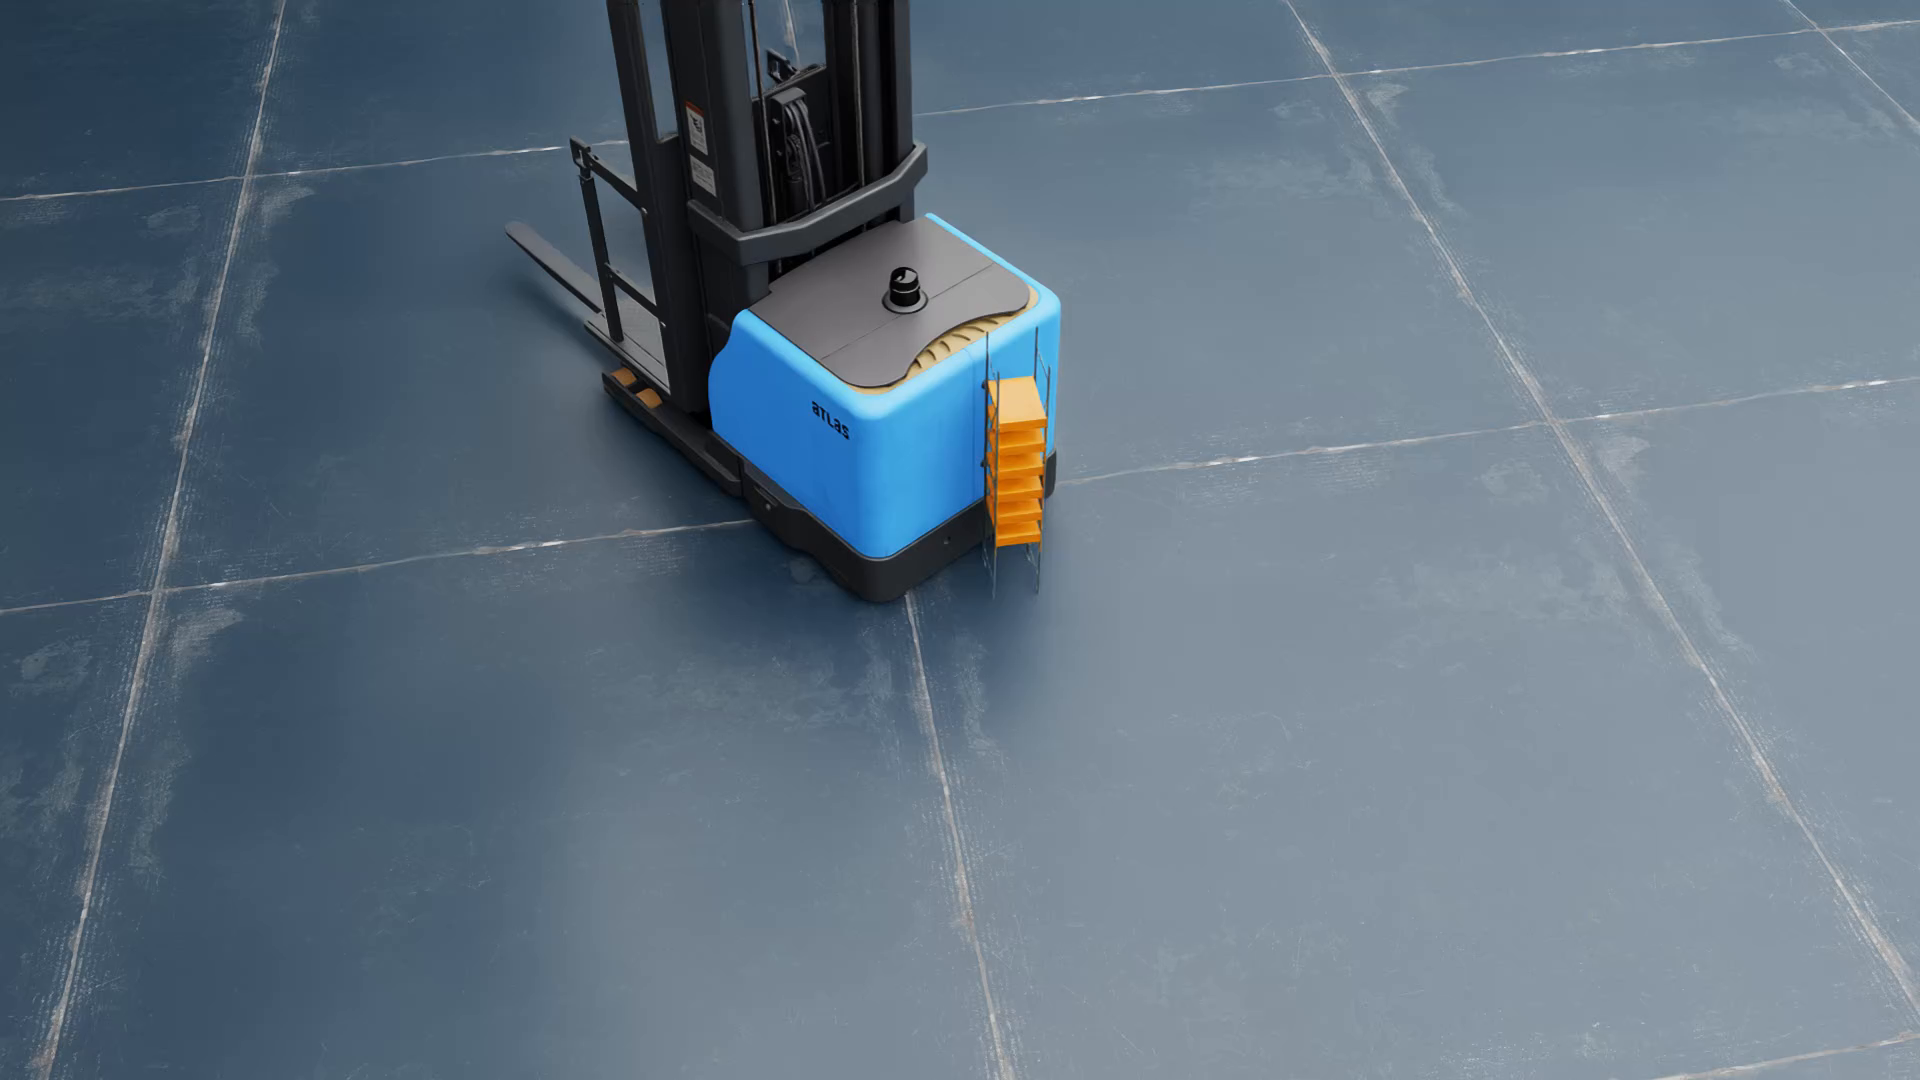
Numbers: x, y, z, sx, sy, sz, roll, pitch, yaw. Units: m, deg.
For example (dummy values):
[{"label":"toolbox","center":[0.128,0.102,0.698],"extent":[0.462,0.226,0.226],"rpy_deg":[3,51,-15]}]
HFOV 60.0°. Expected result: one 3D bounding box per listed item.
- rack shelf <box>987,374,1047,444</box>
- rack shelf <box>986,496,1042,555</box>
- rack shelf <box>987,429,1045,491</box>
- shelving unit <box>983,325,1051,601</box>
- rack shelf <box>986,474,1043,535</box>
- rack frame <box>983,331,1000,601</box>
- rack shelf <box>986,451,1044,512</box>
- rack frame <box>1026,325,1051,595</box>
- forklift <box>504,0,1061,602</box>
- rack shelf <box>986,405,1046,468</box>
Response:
[{"label":"rack shelf","center":[0.207,-0.485,6.139],"extent":[0.180,0.103,0.258],"rpy_deg":[-7,46,-7]},{"label":"rack shelf","center":[0.207,-0.069,6.571],"extent":[0.180,0.103,0.258],"rpy_deg":[-7,46,-7]},{"label":"rack shelf","center":[0.207,-0.319,6.312],"extent":[0.180,0.103,0.258],"rpy_deg":[-7,46,-7]},{"label":"shelving unit","center":[0.207,-0.266,6.367],"extent":[0.189,1.200,0.258],"rpy_deg":[-7,46,-7]},{"label":"rack shelf","center":[0.207,-0.152,6.485],"extent":[0.180,0.103,0.258],"rpy_deg":[-7,46,-7]},{"label":"rack frame","center":[0.117,-0.255,6.356],"extent":[0.006,1.200,0.240],"rpy_deg":[-7,46,-7]},{"label":"rack shelf","center":[0.207,-0.236,6.399],"extent":[0.180,0.103,0.258],"rpy_deg":[-7,46,-7]},{"label":"rack frame","center":[0.297,-0.278,6.378],"extent":[0.006,1.200,0.240],"rpy_deg":[-7,46,-7]},{"label":"forklift","center":[-0.959,-1.749,6.593],"extent":[1.130,2.935,3.031],"rpy_deg":[-33,55,-28]},{"label":"rack shelf","center":[0.207,-0.402,6.226],"extent":[0.180,0.103,0.258],"rpy_deg":[-7,46,-7]}]
